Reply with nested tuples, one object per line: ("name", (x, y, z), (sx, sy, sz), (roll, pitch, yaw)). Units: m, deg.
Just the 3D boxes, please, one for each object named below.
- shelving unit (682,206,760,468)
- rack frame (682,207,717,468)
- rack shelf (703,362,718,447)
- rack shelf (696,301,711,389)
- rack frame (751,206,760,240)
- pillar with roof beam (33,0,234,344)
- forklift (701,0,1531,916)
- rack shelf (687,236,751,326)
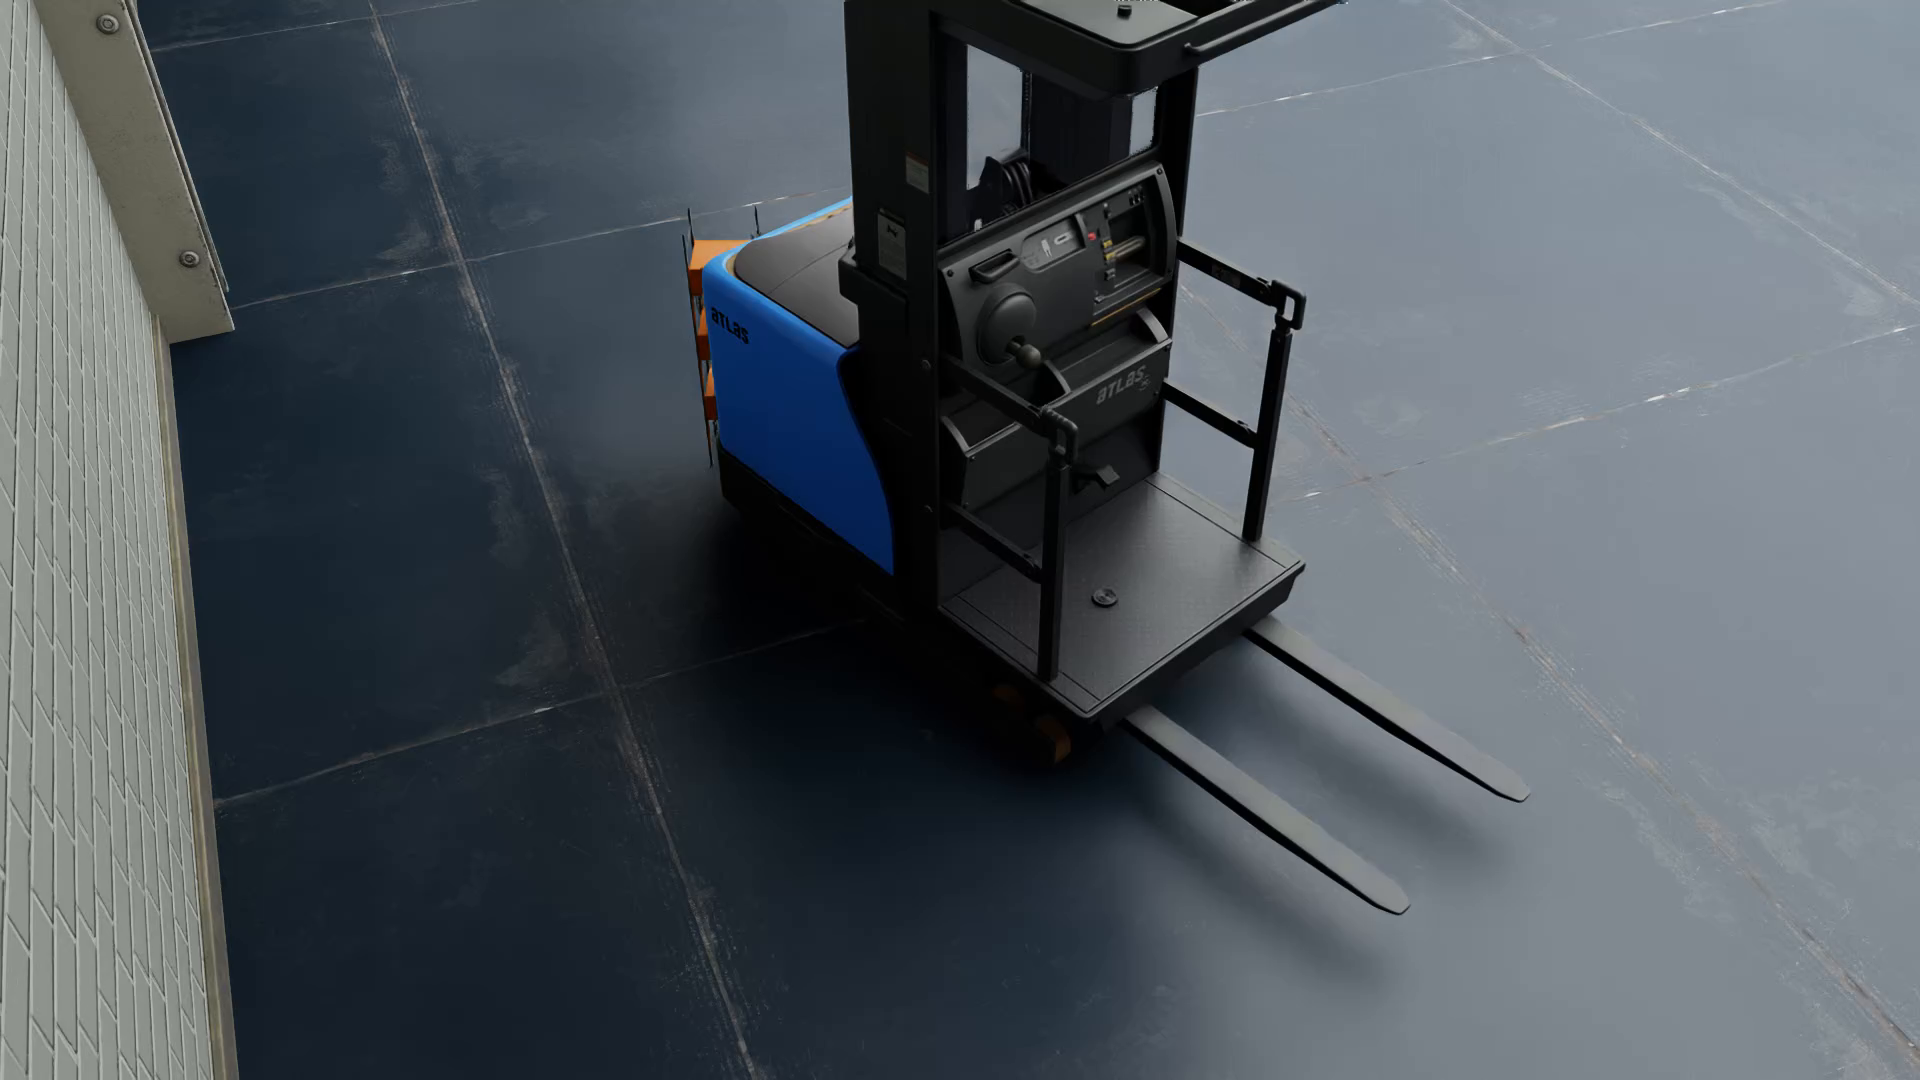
("shelving unit", (-0.863, -0.751, 6.318), (0.252, 1.050, 0.215), (-1, 41, -1))
("rack frame", (-0.985, -0.749, 6.316), (0.008, 1.050, 0.200), (-1, 41, -1))
("rack shelf", (-0.863, -0.532, 6.506), (0.240, 0.259, 0.215), (-1, 41, -1))
("rack shelf", (-0.863, -0.743, 6.325), (0.240, 0.259, 0.215), (-1, 41, -1))
("rack frame", (-0.741, -0.753, 6.320), (0.008, 1.050, 0.200), (-1, 41, -1))
("pillar with roof beam", (0.563, -5.490, 5.732), (9.100, 9.000, 0.400), (-15, 43, -17))
("forklift", (0.458, -0.759, 4.885), (1.130, 2.935, 3.031), (-31, 49, -31))
("rack shelf", (-0.863, -0.958, 6.140), (0.240, 0.259, 0.215), (-1, 41, -1))
